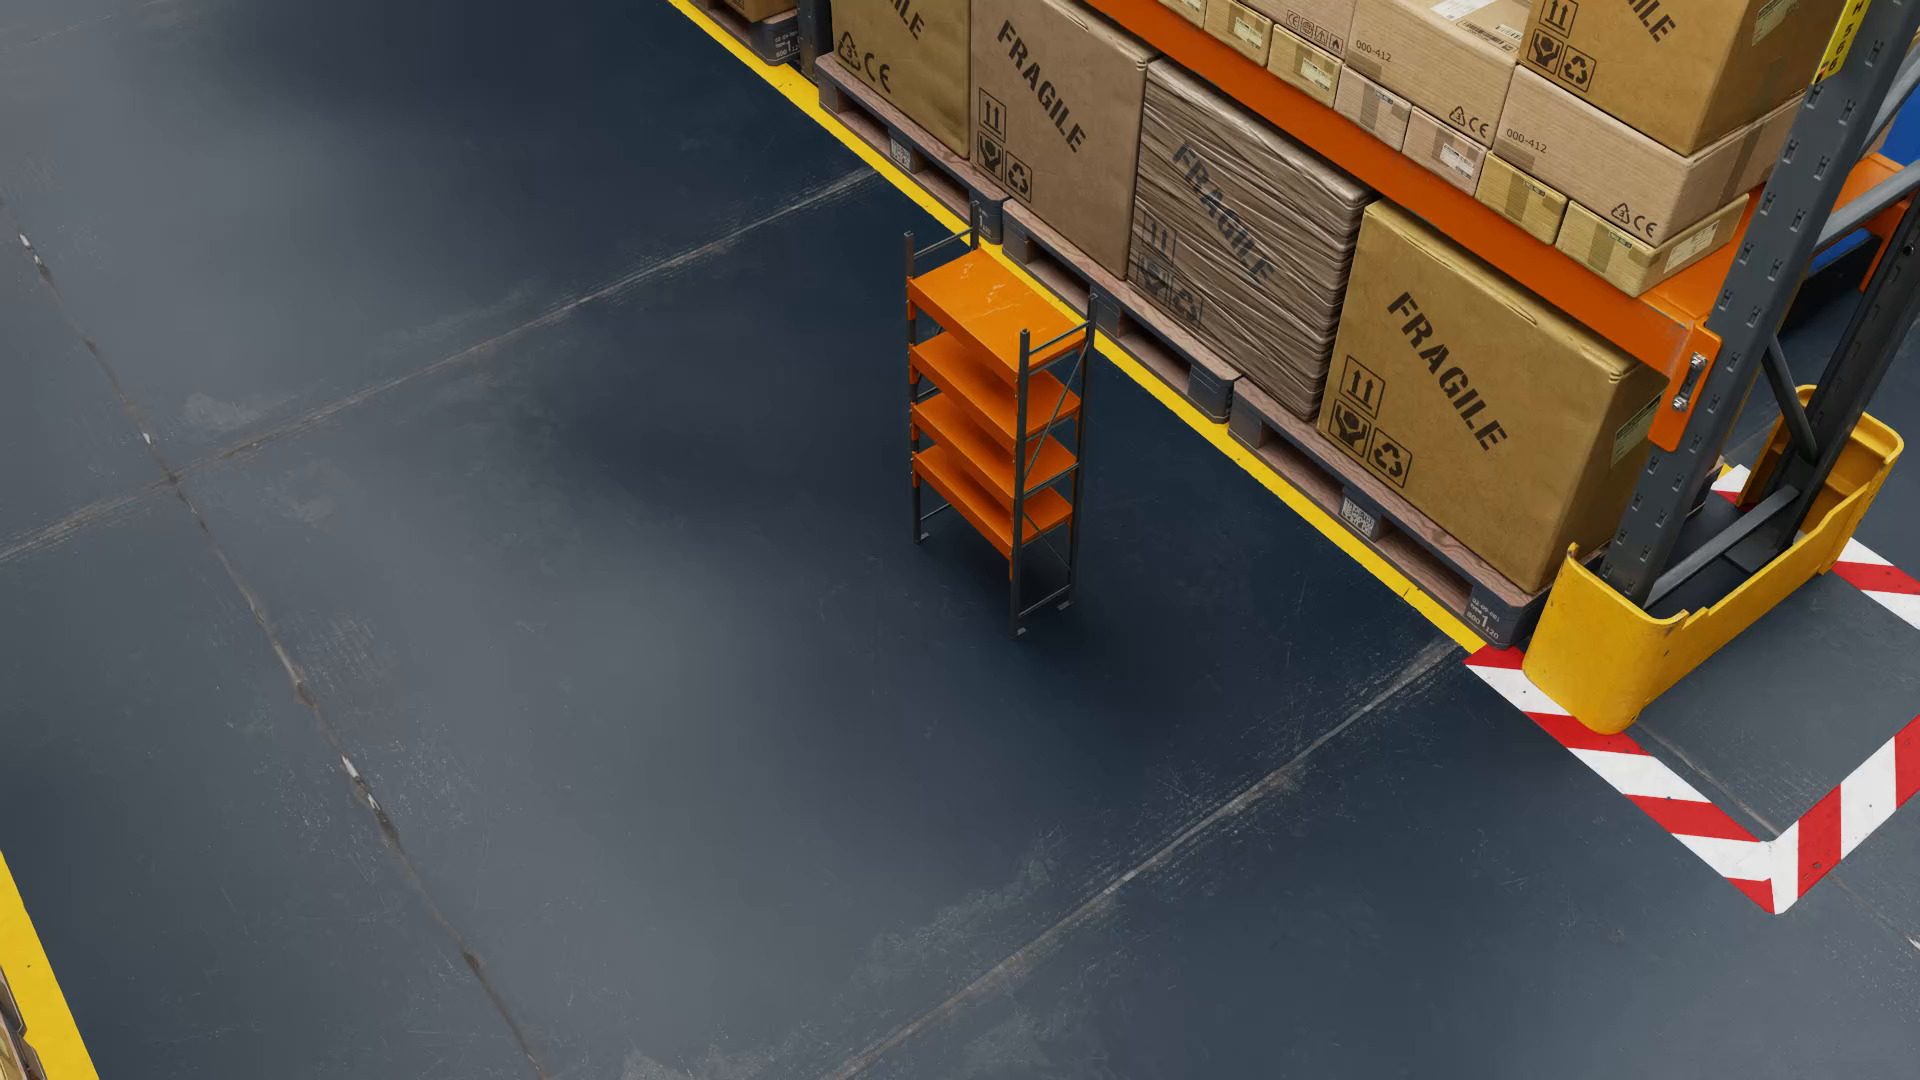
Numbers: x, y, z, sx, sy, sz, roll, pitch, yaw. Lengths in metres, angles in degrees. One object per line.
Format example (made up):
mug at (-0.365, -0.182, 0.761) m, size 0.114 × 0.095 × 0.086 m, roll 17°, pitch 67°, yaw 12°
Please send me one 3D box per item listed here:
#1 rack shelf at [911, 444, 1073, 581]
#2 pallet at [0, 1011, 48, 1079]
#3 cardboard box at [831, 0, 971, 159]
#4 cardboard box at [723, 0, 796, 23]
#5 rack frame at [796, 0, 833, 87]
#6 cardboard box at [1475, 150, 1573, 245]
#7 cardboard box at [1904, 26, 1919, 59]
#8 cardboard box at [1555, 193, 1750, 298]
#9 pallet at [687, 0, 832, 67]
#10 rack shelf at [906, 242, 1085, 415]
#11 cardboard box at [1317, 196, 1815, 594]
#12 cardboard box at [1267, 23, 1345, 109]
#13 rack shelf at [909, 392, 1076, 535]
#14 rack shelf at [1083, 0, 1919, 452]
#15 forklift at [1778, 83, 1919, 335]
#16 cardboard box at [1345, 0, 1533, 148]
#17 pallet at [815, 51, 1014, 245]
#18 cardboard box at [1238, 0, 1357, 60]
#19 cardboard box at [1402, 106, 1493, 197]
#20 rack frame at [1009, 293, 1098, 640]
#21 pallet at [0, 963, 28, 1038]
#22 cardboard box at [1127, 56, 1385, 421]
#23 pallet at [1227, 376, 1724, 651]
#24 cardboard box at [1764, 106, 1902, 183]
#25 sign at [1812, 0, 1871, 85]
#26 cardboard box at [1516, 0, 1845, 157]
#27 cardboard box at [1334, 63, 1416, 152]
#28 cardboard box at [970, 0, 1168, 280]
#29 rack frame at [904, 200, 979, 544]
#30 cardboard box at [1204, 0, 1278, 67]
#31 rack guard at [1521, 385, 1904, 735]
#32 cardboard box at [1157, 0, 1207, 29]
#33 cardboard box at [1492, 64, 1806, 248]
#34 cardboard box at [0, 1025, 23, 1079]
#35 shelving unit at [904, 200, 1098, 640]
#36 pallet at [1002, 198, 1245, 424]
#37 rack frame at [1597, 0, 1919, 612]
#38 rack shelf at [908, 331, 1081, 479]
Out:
rack shelf at (0.100, -0.127, 4.914) m, size 0.258 × 0.148 × 0.480 m, roll -29°, pitch 54°, yaw -24°
pallet at (-2.333, 1.754, 3.518) m, size 1.003 × 0.211 × 1.213 m, roll -29°, pitch 54°, yaw -24°
cardboard box at (0.100, -2.169, 6.343) m, size 0.875 × 0.875 × 0.875 m, roll -29°, pitch 54°, yaw -24°
cardboard box at (-0.640, -2.963, 7.062) m, size 1.225 × 0.875 × 0.875 m, roll -29°, pitch 54°, yaw -24°
rack frame at (-0.236, -3.167, 6.096) m, size 1.000 × 3.000 × 0.127 m, roll -29°, pitch 54°, yaw -24°
cardboard box at (1.549, -0.939, 4.246) m, size 0.380 × 0.149 × 0.250 m, roll -29°, pitch 54°, yaw -24°
cardboard box at (2.110, -1.262, 4.270) m, size 0.500 × 0.250 × 0.500 m, roll -31°, pitch 55°, yaw -25°
cardboard box at (1.708, -0.786, 4.108) m, size 0.380 × 0.149 × 0.250 m, roll -28°, pitch 54°, yaw -23°
pallet at (-0.763, -2.652, 7.511) m, size 1.003 × 0.211 × 1.213 m, roll -29°, pitch 54°, yaw -24°
rack shelf at (0.100, -0.569, 4.426) m, size 0.258 × 0.148 × 0.480 m, roll -29°, pitch 54°, yaw -24°
cardboard box at (1.734, -0.577, 4.899) m, size 0.875 × 0.875 × 0.875 m, roll -29°, pitch 54°, yaw -24°
cardboard box at (1.088, -1.388, 4.653) m, size 0.380 × 0.149 × 0.250 m, roll -31°, pitch 55°, yaw -25°
rack shelf at (0.100, -0.260, 4.767) m, size 0.258 × 0.148 × 0.480 m, roll -29°, pitch 54°, yaw -24°
rack shelf at (0.975, -1.746, 5.294) m, size 1.077 × 0.370 × 4.000 m, roll -29°, pitch 54°, yaw -24°
forklift at (2.299, -2.743, 5.758) m, size 1.130 × 2.935 × 3.031 m, roll -29°, pitch 54°, yaw -24°
cardboard box at (1.374, -1.324, 4.326) m, size 0.500 × 0.250 × 0.500 m, roll -30°, pitch 55°, yaw -25°
pallet at (0.162, -1.747, 6.691) m, size 1.003 × 0.211 × 1.213 m, roll -29°, pitch 54°, yaw -24°
cardboard box at (1.066, -1.624, 4.598) m, size 0.500 × 0.250 × 0.500 m, roll -31°, pitch 55°, yaw -25°
cardboard box at (1.397, -1.088, 4.381) m, size 0.380 × 0.149 × 0.250 m, roll -29°, pitch 54°, yaw -24°
rack frame at (0.248, -0.162, 4.587) m, size 0.240 × 1.200 × 0.015 m, roll -29°, pitch 54°, yaw -24°
pallet at (-3.067, 1.035, 4.169) m, size 1.003 × 0.211 × 1.213 m, roll -29°, pitch 54°, yaw -24°
cardboard box at (1.183, -1.114, 5.386) m, size 0.875 × 0.875 × 0.875 m, roll -29°, pitch 54°, yaw -24°
pallet at (1.639, -0.308, 5.387) m, size 1.003 × 0.211 × 1.213 m, roll -29°, pitch 54°, yaw -24°
cardboard box at (2.233, -1.081, 4.375) m, size 0.380 × 0.149 × 0.250 m, roll -29°, pitch 54°, yaw -24°
sign at (1.745, -1.042, 3.228) m, size 0.100 × 0.325 × 0.005 m, roll -29°, pitch 54°, yaw -24°
cardboard box at (1.681, -1.279, 3.779) m, size 0.500 × 0.500 × 0.500 m, roll -29°, pitch 54°, yaw -24°
cardboard box at (1.247, -1.236, 4.515) m, size 0.380 × 0.149 × 0.250 m, roll -29°, pitch 54°, yaw -23°
cardboard box at (0.645, -1.639, 5.862) m, size 0.875 × 0.875 × 0.875 m, roll -29°, pitch 54°, yaw -24°
rack frame at (-0.048, -0.449, 4.847) m, size 0.240 × 1.200 × 0.015 m, roll -29°, pitch 54°, yaw -24°
cardboard box at (0.931, -1.541, 4.792) m, size 0.380 × 0.149 × 0.250 m, roll -29°, pitch 54°, yaw -24°
rack guard at (2.200, 0.045, 4.872) m, size 1.175 × 0.500 × 0.348 m, roll -29°, pitch 54°, yaw -24°
cardboard box at (0.783, -1.688, 4.925) m, size 0.380 × 0.149 × 0.250 m, roll -28°, pitch 54°, yaw -23°
cardboard box at (1.681, -1.025, 4.055) m, size 0.500 × 0.250 × 0.500 m, roll -30°, pitch 55°, yaw -25°
cardboard box at (-2.333, 1.260, 3.724) m, size 0.380 × 0.149 × 0.250 m, roll -29°, pitch 54°, yaw -24°
shelving unit at (0.100, -0.305, 4.717) m, size 0.258 × 1.200 × 0.503 m, roll -29°, pitch 54°, yaw -24°
pallet at (0.905, -1.027, 6.039) m, size 1.003 × 0.211 × 1.213 m, roll -29°, pitch 54°, yaw -24°
rack frame at (2.186, -0.808, 3.958) m, size 1.000 × 3.000 × 0.127 m, roll -29°, pitch 54°, yaw -24°
rack shelf at (0.100, -0.410, 4.601) m, size 0.258 × 0.148 × 0.480 m, roll -29°, pitch 54°, yaw -24°
